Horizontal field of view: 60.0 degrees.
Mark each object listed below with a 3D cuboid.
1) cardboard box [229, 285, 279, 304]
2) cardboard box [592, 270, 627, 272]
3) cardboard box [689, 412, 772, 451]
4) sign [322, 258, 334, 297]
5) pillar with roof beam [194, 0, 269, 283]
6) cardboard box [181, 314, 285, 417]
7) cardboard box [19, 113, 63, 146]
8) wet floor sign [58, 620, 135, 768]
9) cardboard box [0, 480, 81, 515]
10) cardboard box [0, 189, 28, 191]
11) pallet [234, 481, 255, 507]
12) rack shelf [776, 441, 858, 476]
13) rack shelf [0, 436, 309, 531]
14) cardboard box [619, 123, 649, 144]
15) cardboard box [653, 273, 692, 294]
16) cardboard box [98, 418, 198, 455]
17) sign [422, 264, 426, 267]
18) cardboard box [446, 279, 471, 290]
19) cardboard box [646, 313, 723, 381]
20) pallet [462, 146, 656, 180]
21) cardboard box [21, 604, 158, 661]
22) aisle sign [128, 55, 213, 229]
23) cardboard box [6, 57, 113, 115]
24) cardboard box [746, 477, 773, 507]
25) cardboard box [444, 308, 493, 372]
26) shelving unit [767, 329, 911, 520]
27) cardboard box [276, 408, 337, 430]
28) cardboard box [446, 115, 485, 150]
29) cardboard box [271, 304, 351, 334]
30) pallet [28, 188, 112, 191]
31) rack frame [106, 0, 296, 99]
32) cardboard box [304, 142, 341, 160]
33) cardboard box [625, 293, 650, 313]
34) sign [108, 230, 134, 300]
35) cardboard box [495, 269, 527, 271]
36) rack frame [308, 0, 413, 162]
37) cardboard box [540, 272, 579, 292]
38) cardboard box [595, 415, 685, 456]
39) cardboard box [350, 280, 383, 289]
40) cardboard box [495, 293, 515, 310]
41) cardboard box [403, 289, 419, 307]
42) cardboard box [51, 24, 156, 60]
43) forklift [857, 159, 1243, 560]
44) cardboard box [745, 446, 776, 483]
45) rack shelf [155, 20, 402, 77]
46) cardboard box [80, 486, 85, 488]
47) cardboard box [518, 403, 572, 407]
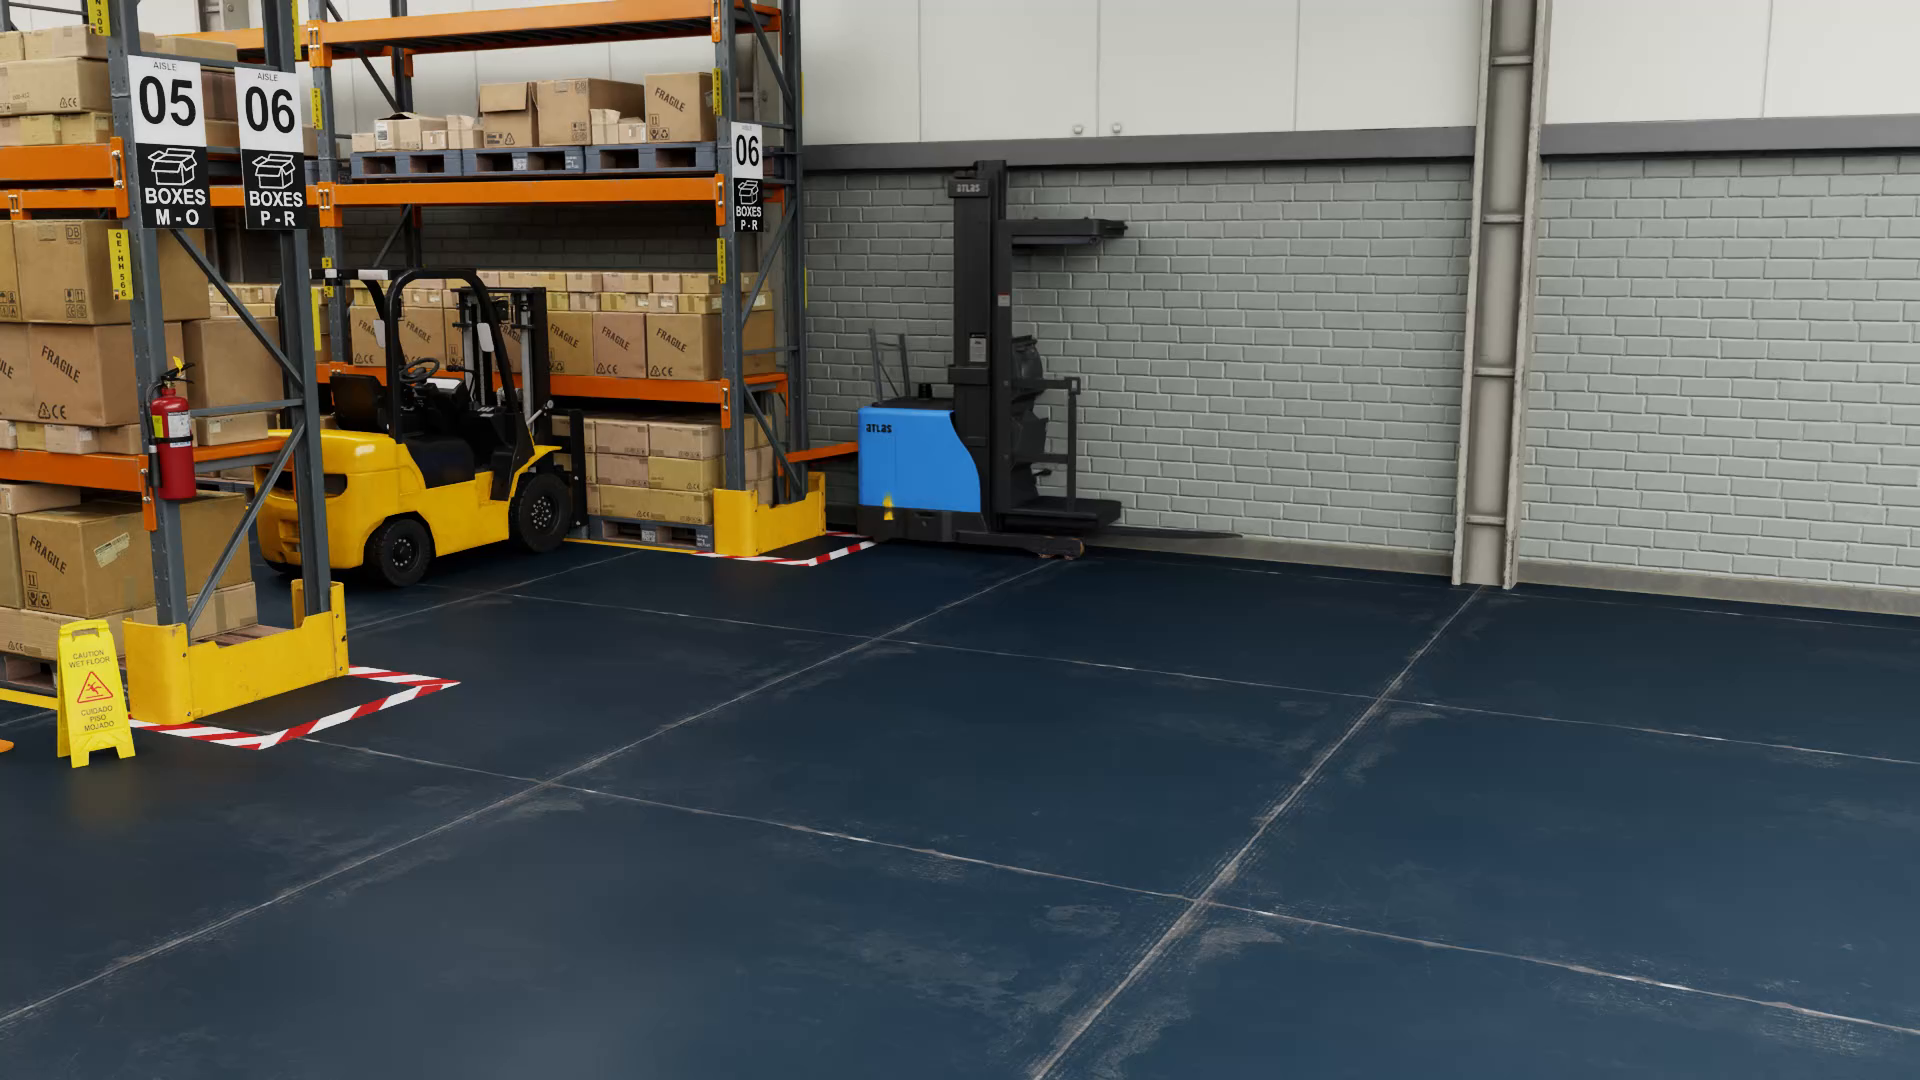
[{"bbox_3d":[-6.222,-2.173,14.709,0.250,0.149,0.380,5,11,24],"label":"cardboard box"},{"bbox_3d":[-2.824,-2.148,13.737,0.250,0.149,0.380,5,11,24],"label":"cardboard box"},{"bbox_3d":[-1.847,-0.867,13.330,0.500,0.250,0.500,5,11,25],"label":"cardboard box"},{"bbox_3d":[-5.319,-2.211,13.997,0.005,0.325,0.100,5,11,26],"label":"sign"},{"bbox_3d":[-9.011,-4.389,12.213,0.400,9.000,9.100,5,11,26],"label":"pillar with roof beam"},{"bbox_3d":[-3.995,-0.937,8.869,0.500,0.500,0.500,5,11,25],"label":"cardboard box"},{"bbox_3d":[-4.374,-2.010,8.196,0.250,0.149,0.380,5,11,26],"label":"cardboard box"},{"bbox_3d":[-3.996,0.685,7.636,0.267,0.644,0.232,-10,14,-43],"label":"wet floor sign"},{"bbox_3d":[-4.886,-0.241,8.755,0.250,0.149,0.380,5,12,27],"label":"cardboard box"},{"bbox_3d":[-9.242,-3.487,16.073,0.500,0.250,0.500,5,11,24],"label":"cardboard box"},{"bbox_3d":[-5.765,-0.448,15.111,1.213,0.211,1.003,5,11,26],"label":"pallet"},{"bbox_3d":[-0.919,-0.670,13.409,1.000,0.185,0.538,-8,-2,28],"label":"rack shelf"},{"bbox_3d":[-5.487,-0.463,9.388,4.000,0.370,1.077,5,11,26],"label":"rack shelf"},{"bbox_3d":[-2.378,-3.078,12.637,0.250,0.149,0.380,5,11,24],"label":"cardboard box"},{"bbox_3d":[-2.150,-1.977,12.792,0.250,0.149,0.380,5,11,26],"label":"cardboard box"},{"bbox_3d":[-4.123,-0.531,8.449,0.250,0.149,0.380,5,12,28],"label":"cardboard box"},{"bbox_3d":[-4.843,-2.322,14.983,0.005,0.325,0.100,5,11,26],"label":"sign"},{"bbox_3d":[-3.995,-2.133,13.653,0.250,0.149,0.380,5,11,25],"label":"cardboard box"},{"bbox_3d":[-2.058,-1.499,12.808,0.500,0.500,0.500,5,11,25],"label":"cardboard box"},{"bbox_3d":[-3.221,-3.041,13.436,1.213,0.211,1.003,5,11,26],"label":"pallet"},{"bbox_3d":[-4.559,0.464,8.785,0.500,0.250,0.500,5,11,26],"label":"cardboard box"},{"bbox_3d":[-3.766,-1.888,7.939,0.004,0.787,0.394,5,11,26],"label":"aisle sign"},{"bbox_3d":[-4.271,-2.206,8.158,0.500,0.250,0.500,5,11,25],"label":"cardboard box"},{"bbox_3d":[-1.854,-0.376,13.429,0.500,0.250,0.500,5,11,26],"label":"cardboard box"},{"bbox_3d":[-3.876,-1.662,13.712,0.500,0.500,0.500,5,11,25],"label":"cardboard box"},{"bbox_3d":[-0.947,-0.847,13.420,1.083,1.500,0.587,-8,-2,28],"label":"shelving unit"},{"bbox_3d":[-5.560,-0.845,14.968,0.625,0.625,0.875,6,12,28],"label":"cardboard box"},{"bbox_3d":[-3.891,-3.268,13.361,0.258,0.266,0.396,5,11,24],"label":"cardboard box"},{"bbox_3d":[-5.641,-1.938,14.533,0.500,0.250,0.500,5,11,25],"label":"cardboard box"},{"bbox_3d":[-8.026,-3.427,15.851,1.003,0.211,1.213,6,12,28],"label":"pallet"},{"bbox_3d":[-3.693,-3.612,7.919,0.127,3.000,1.000,5,11,26],"label":"rack frame"},{"bbox_3d":[-5.762,-3.474,14.828,0.250,0.149,0.380,5,11,26],"label":"cardboard box"},{"bbox_3d":[-2.383,-1.849,12.924,0.250,0.149,0.380,5,12,27],"label":"cardboard box"},{"bbox_3d":[-3.957,-1.298,7.841,0.005,0.325,0.100,5,11,26],"label":"sign"},{"bbox_3d":[-3.741,-2.227,14.177,0.250,0.149,0.380,5,11,25],"label":"cardboard box"},{"bbox_3d":[-5.087,-4.720,14.042,0.127,3.000,1.000,5,11,26],"label":"rack frame"},{"bbox_3d":[-3.104,-2.047,13.179,0.250,0.149,0.380,5,12,27],"label":"cardboard box"},{"bbox_3d":[-2.512,-0.824,13.096,0.500,0.250,0.500,5,12,27],"label":"cardboard box"},{"bbox_3d":[-4.933,-2.210,14.083,0.250,0.149,0.380,5,12,27],"label":"cardboard box"},{"bbox_3d":[-3.540,-1.944,13.448,0.250,0.149,0.380,5,11,25],"label":"cardboard box"},{"bbox_3d":[-4.439,-2.033,13.939,0.250,0.149,0.380,5,11,26],"label":"cardboard box"},{"bbox_3d":[-4.127,-2.384,8.024,0.250,0.149,0.380,5,11,26],"label":"cardboard box"},{"bbox_3d":[0.759,-1.399,12.730,3.031,2.935,1.130,4,11,21],"label":"forklift"},{"bbox_3d":[-1.830,-0.623,13.386,0.500,0.250,0.500,5,12,27],"label":"cardboard box"},{"bbox_3d":[-6.881,-4.327,15.013,4.000,0.370,1.077,5,11,26],"label":"rack shelf"},{"bbox_3d":[-5.233,-0.073,9.648,0.500,0.500,0.500,5,12,27],"label":"cardboard box"},{"bbox_3d":[-3.652,-1.026,14.212,0.500,0.250,0.500,5,11,26],"label":"cardboard box"}]
